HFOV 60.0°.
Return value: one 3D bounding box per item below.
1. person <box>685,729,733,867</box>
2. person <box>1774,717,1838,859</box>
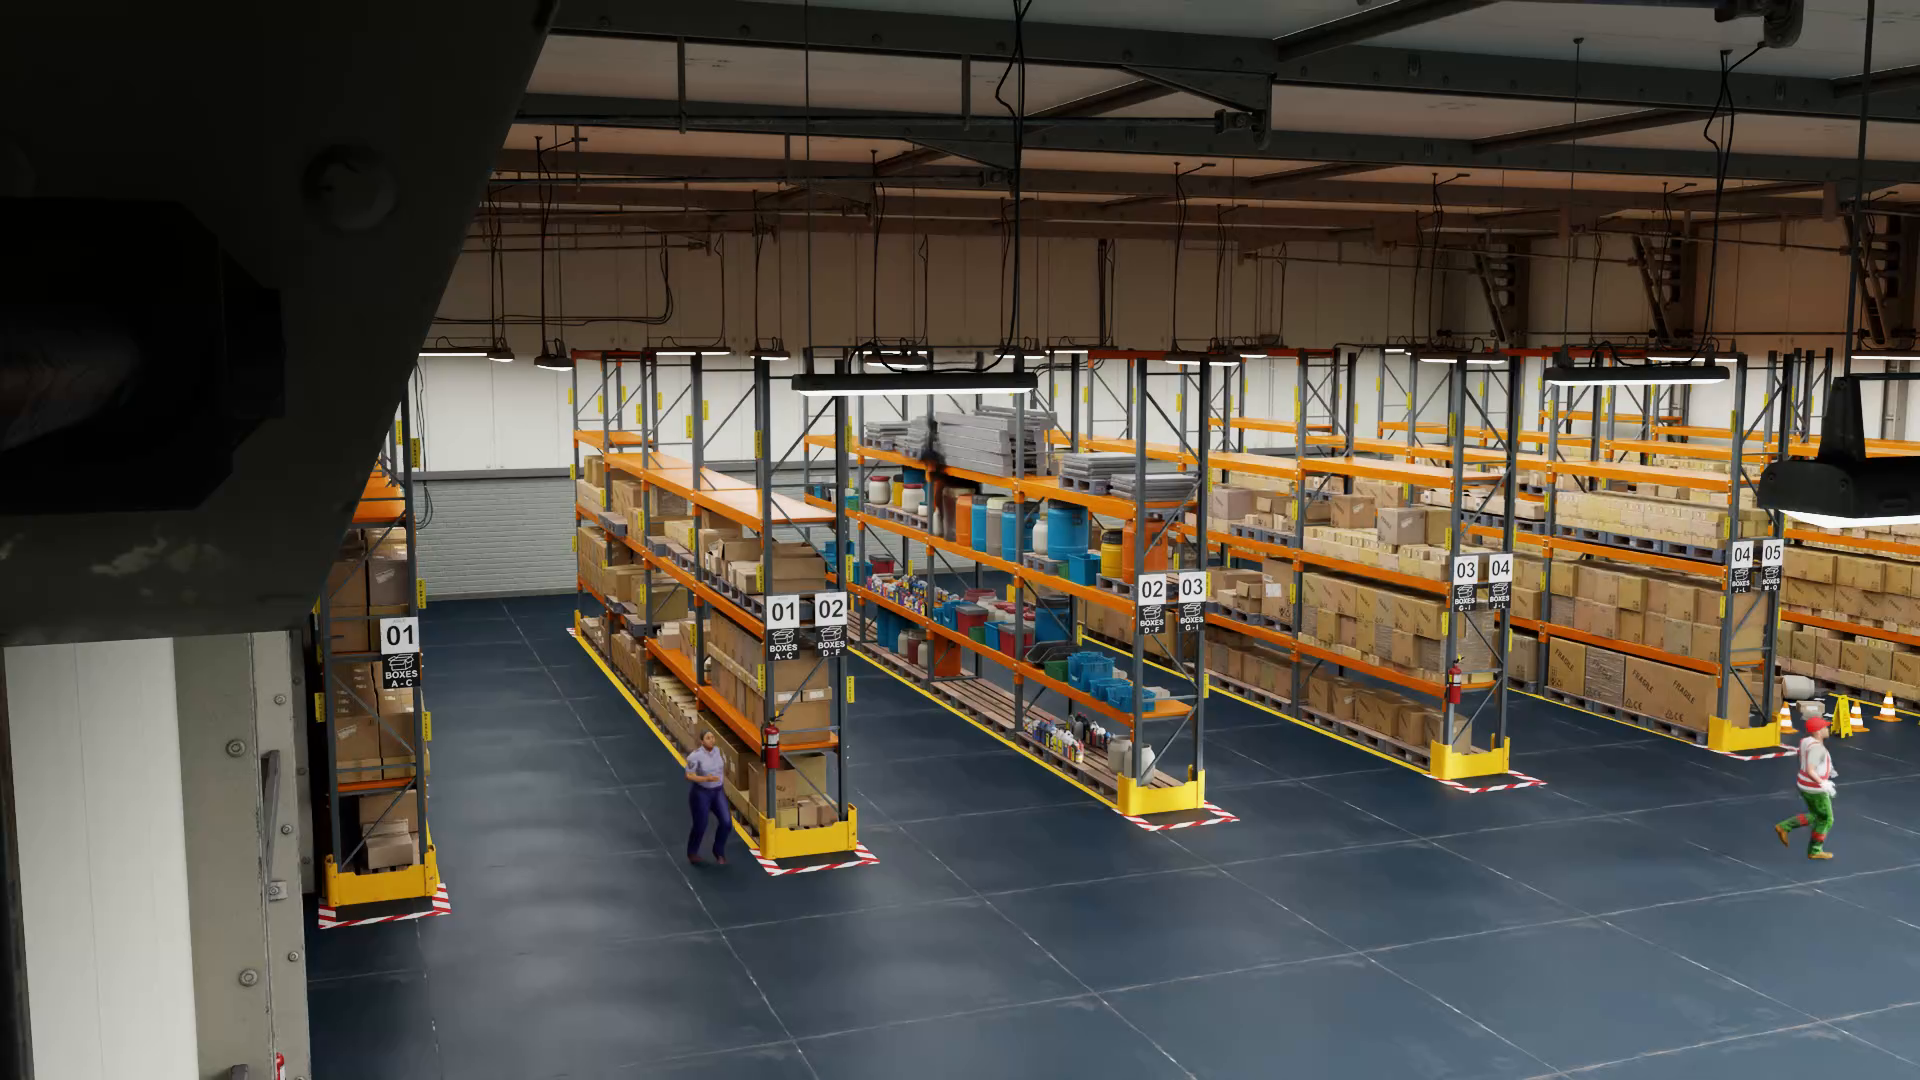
[{"bbox_3d":[-2.989,3.088,19.775,0.608,1.717,0.631,-6,10,-42],"label":"person"},{"bbox_3d":[10.229,2.983,20.020,0.692,1.747,0.651,2,7,12],"label":"person"}]
